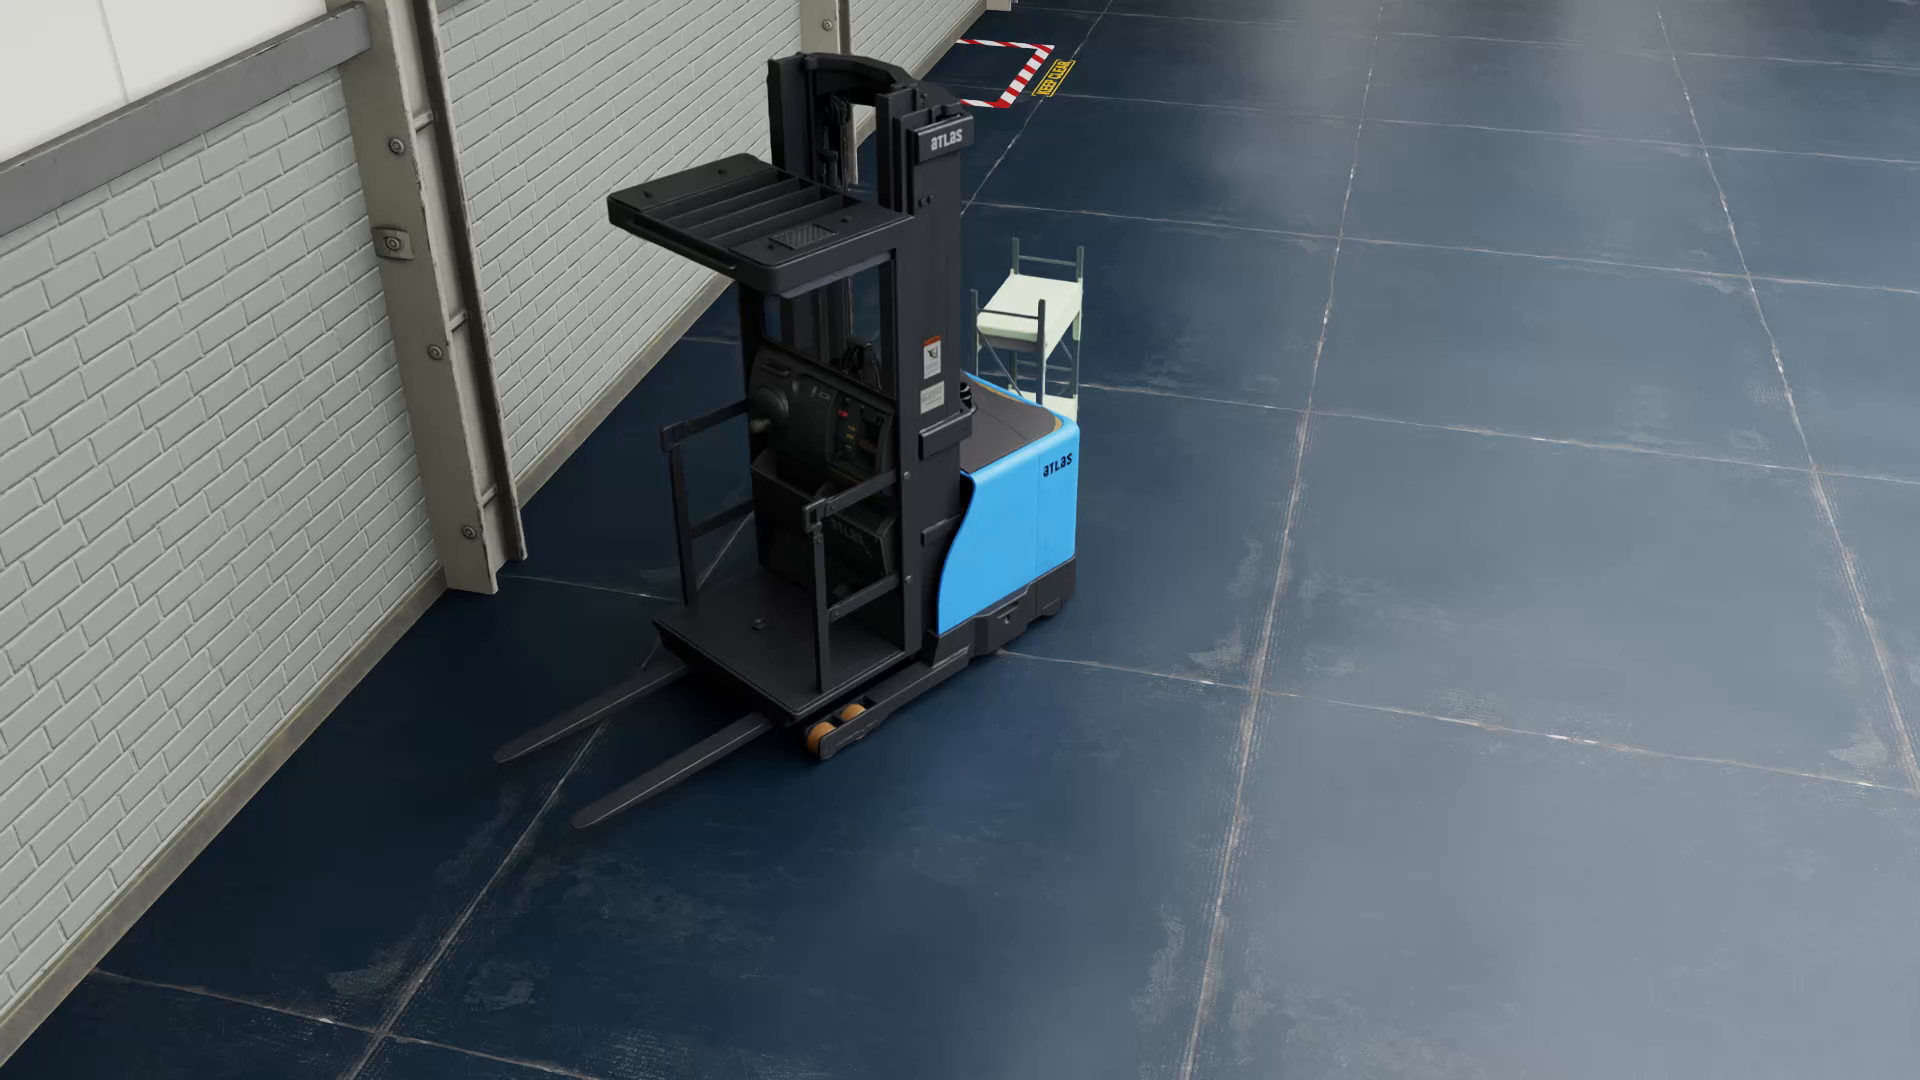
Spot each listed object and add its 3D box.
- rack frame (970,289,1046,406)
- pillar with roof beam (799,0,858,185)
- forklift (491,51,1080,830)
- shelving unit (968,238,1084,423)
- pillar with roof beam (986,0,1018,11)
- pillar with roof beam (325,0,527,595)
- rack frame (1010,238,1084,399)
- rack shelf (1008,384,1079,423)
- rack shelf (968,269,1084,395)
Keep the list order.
[{"bbox_3d":[0.244,-0.617,8.892,0.400,1.500,0.023,10,34,16],"label":"rack frame"},{"bbox_3d":[3.102,-6.157,10.618,9.100,9.000,0.400,8,33,12],"label":"pillar with roof beam"},{"bbox_3d":[-0.784,-0.535,7.429,1.130,2.935,3.031,28,42,36],"label":"forklift"},{"bbox_3d":[0.362,-0.803,9.184,0.431,1.500,0.755,10,34,16],"label":"shelving unit"},{"bbox_3d":[4.625,-9.271,15.515,9.100,9.000,0.400,8,33,12],"label":"pillar with roof beam"},{"bbox_3d":[1.579,-3.044,5.720,9.100,9.000,0.400,8,33,12],"label":"pillar with roof beam"},{"bbox_3d":[0.480,-0.989,9.477,0.400,1.500,0.023,10,34,16],"label":"rack frame"},{"bbox_3d":[0.362,-0.528,9.359,0.431,0.370,0.720,10,34,16],"label":"rack shelf"},{"bbox_3d":[0.362,-1.132,8.975,0.431,0.370,0.720,10,34,16],"label":"rack shelf"}]
